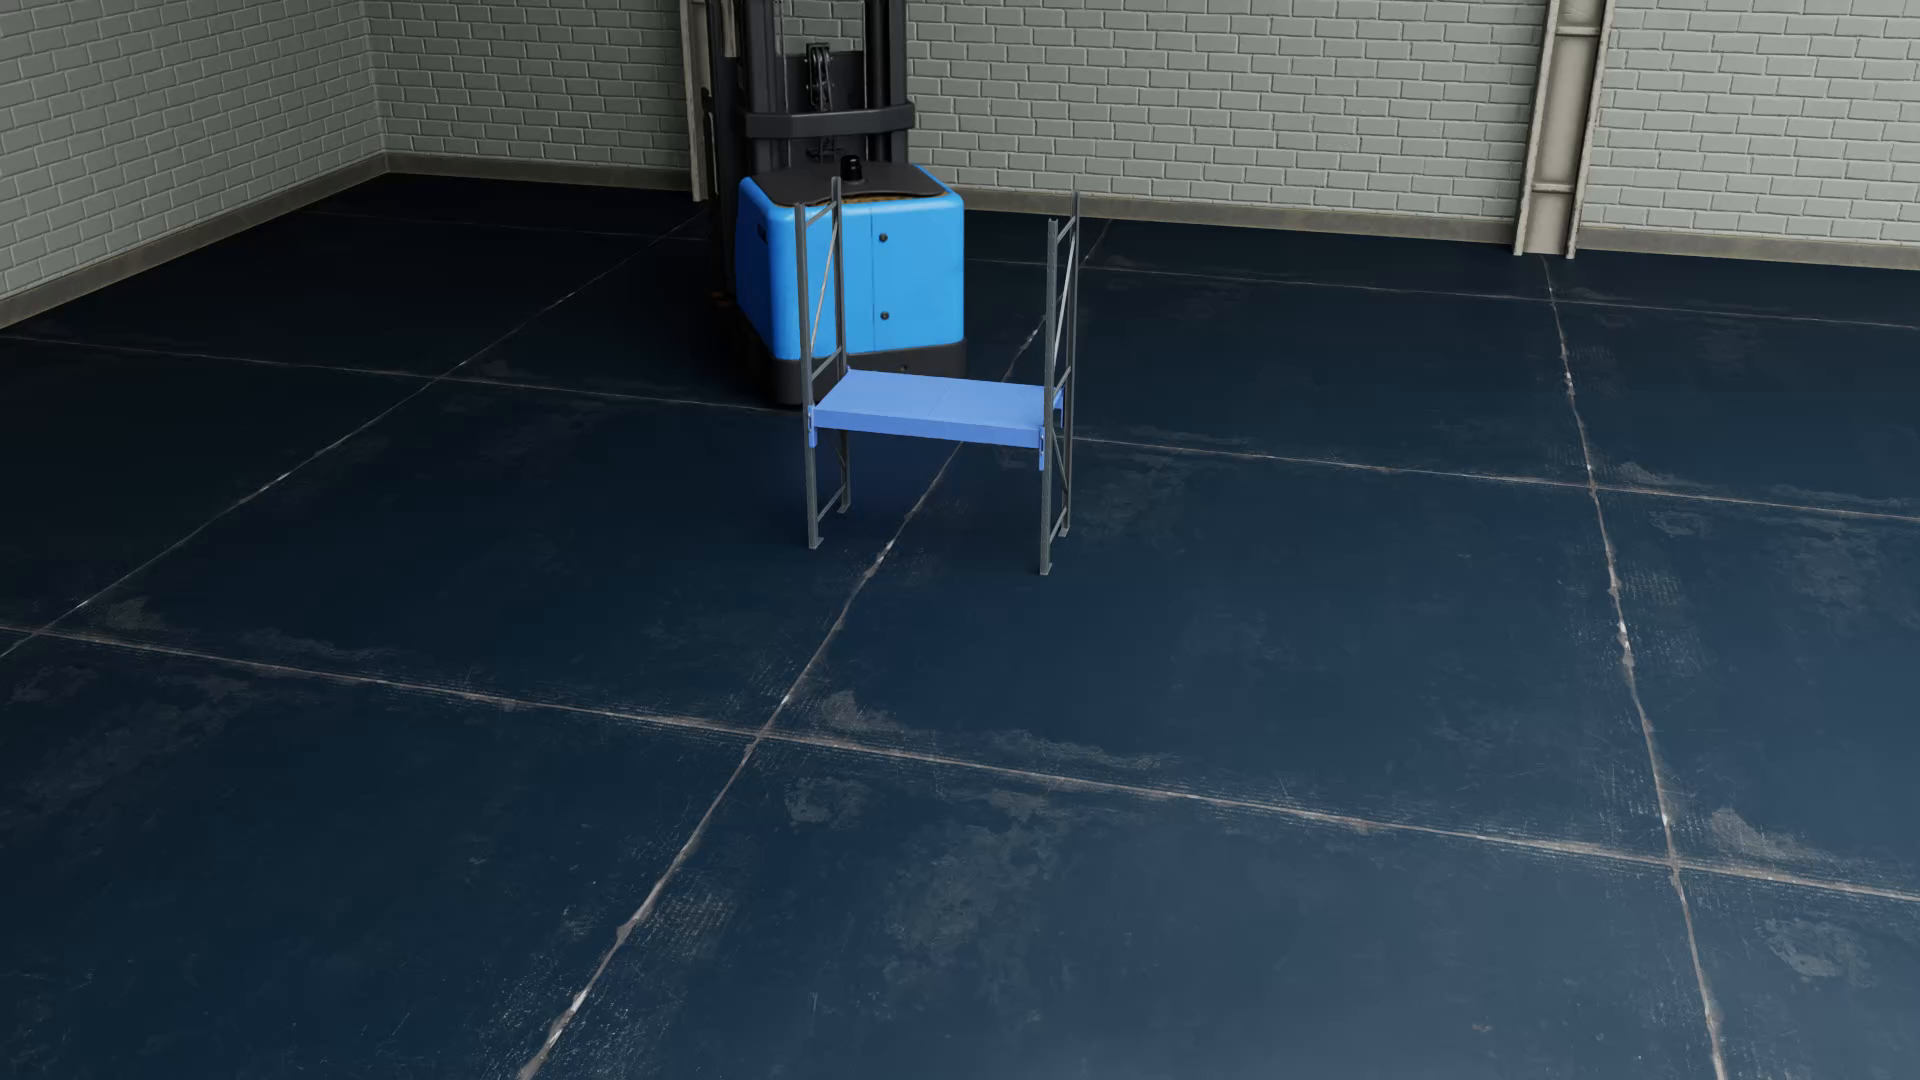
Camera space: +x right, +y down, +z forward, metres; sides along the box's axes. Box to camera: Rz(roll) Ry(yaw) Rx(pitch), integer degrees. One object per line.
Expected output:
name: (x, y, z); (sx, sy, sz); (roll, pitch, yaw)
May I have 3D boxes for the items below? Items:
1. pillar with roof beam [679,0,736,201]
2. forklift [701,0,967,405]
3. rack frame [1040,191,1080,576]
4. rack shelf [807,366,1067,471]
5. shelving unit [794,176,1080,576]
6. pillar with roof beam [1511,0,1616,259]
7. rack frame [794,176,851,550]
pillar with roof beam: (-2.884, -4.899, 7.072); (0.400, 9.000, 9.100); (6, 26, 13)
forklift: (-0.903, -2.627, 9.358); (1.130, 2.935, 3.031); (-8, 27, -16)
rack frame: (0.410, -0.632, 6.832); (0.032, 1.500, 0.500); (6, 26, 13)
rack shelf: (-0.083, -0.524, 7.024); (1.000, 0.185, 0.538); (6, 26, 13)
shelving unit: (-0.083, -0.686, 6.947); (1.048, 1.500, 0.538); (6, 26, 13)
pillar with roof beam: (2.927, -4.257, 5.723); (0.400, 9.000, 9.100); (6, 26, 13)
rack frame: (-0.575, -0.741, 7.061); (0.032, 1.500, 0.500); (6, 26, 13)
